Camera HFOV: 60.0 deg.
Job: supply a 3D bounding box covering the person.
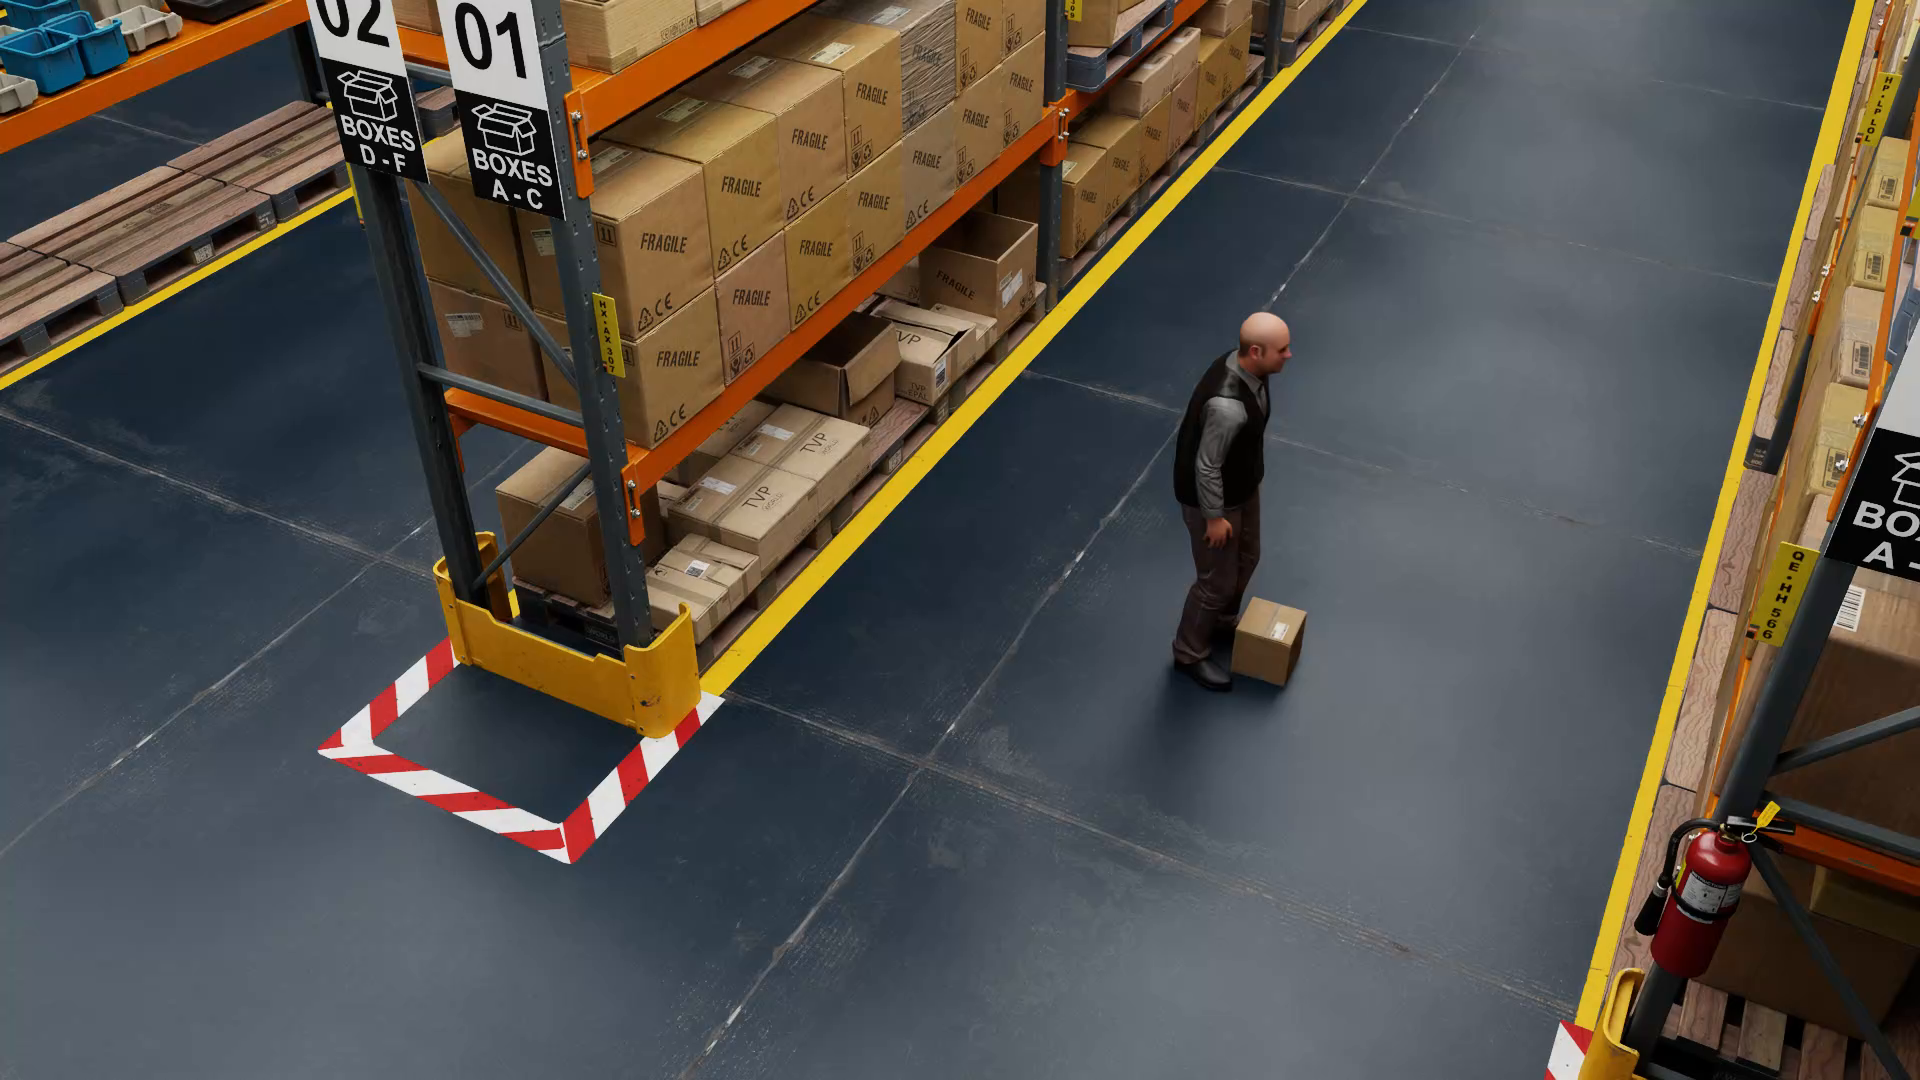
[{"bbox_3d":[1.139,-0.199,7.028,0.475,1.719,0.581,16,40,19],"label":"person"}]
